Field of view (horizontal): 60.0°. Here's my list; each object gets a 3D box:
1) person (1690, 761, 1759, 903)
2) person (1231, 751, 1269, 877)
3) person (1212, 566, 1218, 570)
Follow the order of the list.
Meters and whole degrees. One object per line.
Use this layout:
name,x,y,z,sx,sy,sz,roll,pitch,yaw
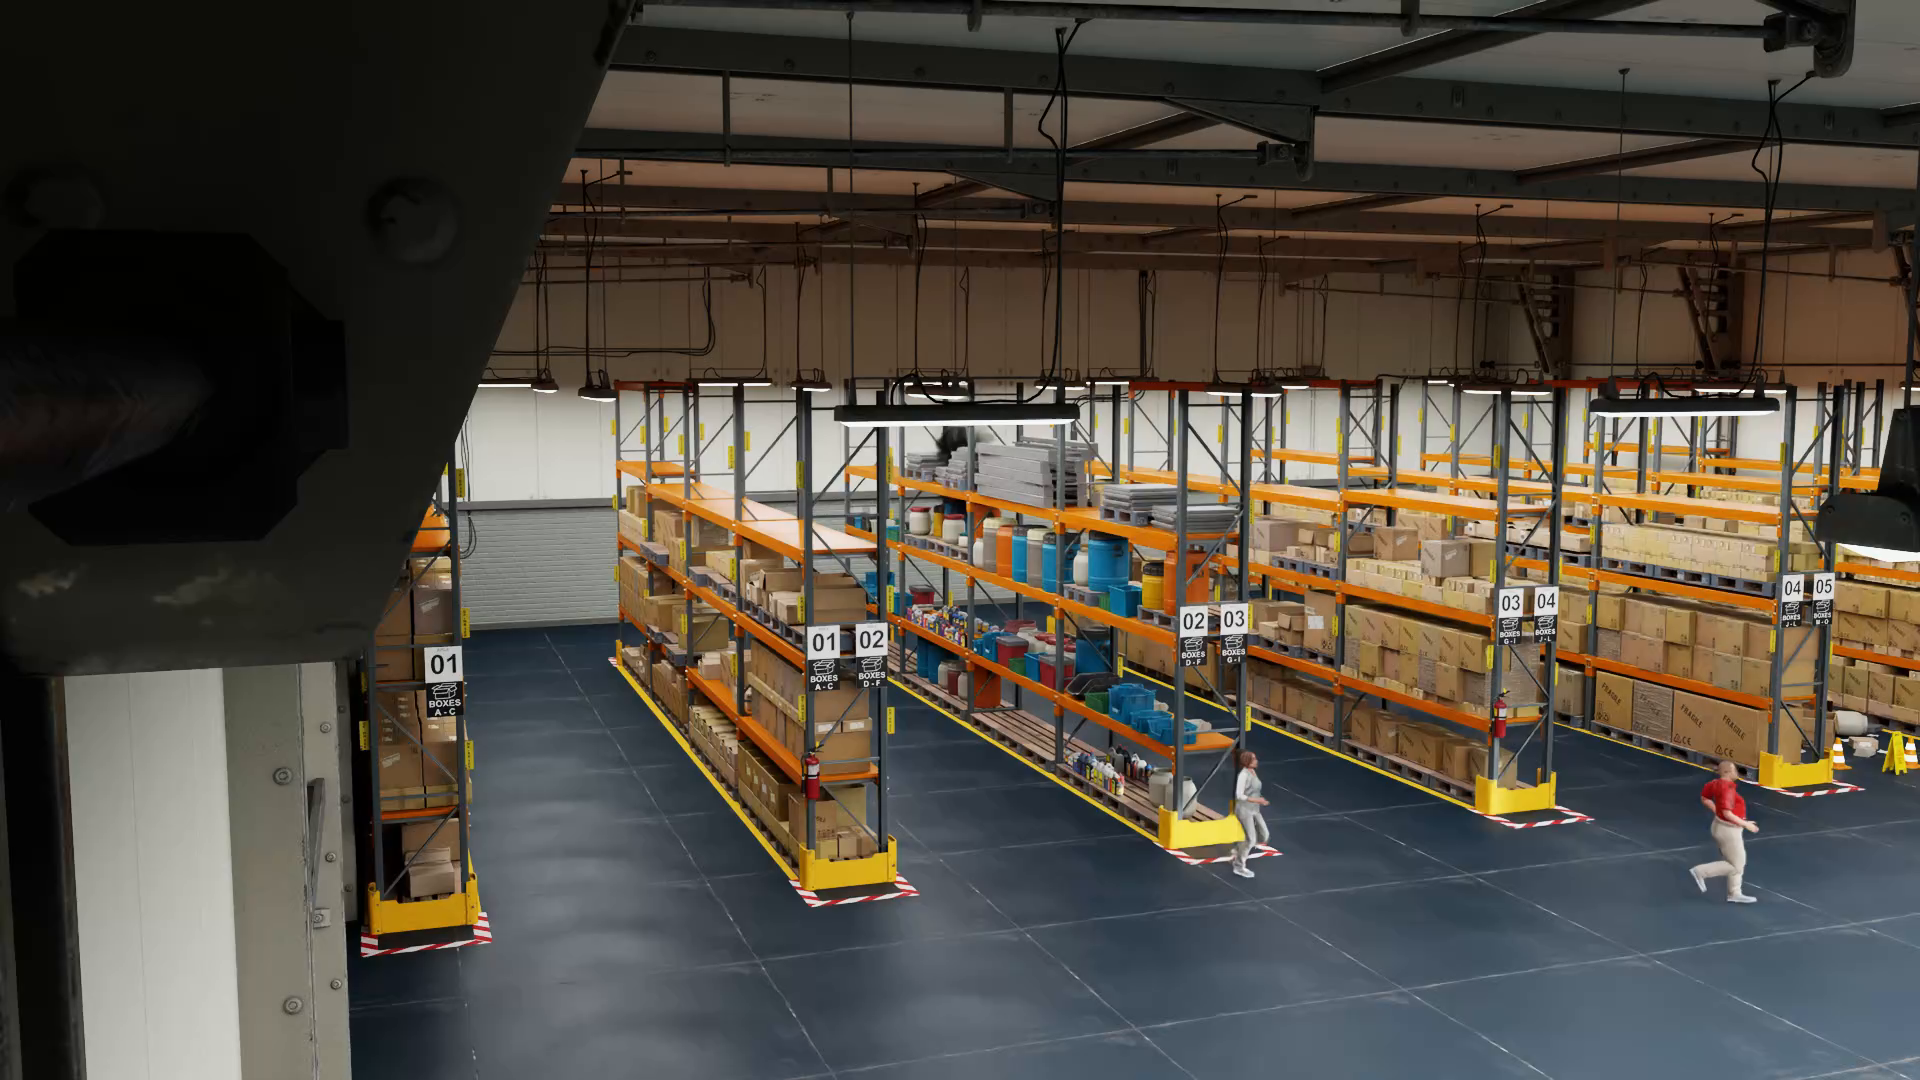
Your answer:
person,8.973,3.429,19.537,0.798,1.689,0.663,1,6,5
person,3.605,3.397,20.573,0.529,1.555,0.561,3,7,29
person,5.861,1.376,38.801,0.669,1.568,0.685,0,6,-1
